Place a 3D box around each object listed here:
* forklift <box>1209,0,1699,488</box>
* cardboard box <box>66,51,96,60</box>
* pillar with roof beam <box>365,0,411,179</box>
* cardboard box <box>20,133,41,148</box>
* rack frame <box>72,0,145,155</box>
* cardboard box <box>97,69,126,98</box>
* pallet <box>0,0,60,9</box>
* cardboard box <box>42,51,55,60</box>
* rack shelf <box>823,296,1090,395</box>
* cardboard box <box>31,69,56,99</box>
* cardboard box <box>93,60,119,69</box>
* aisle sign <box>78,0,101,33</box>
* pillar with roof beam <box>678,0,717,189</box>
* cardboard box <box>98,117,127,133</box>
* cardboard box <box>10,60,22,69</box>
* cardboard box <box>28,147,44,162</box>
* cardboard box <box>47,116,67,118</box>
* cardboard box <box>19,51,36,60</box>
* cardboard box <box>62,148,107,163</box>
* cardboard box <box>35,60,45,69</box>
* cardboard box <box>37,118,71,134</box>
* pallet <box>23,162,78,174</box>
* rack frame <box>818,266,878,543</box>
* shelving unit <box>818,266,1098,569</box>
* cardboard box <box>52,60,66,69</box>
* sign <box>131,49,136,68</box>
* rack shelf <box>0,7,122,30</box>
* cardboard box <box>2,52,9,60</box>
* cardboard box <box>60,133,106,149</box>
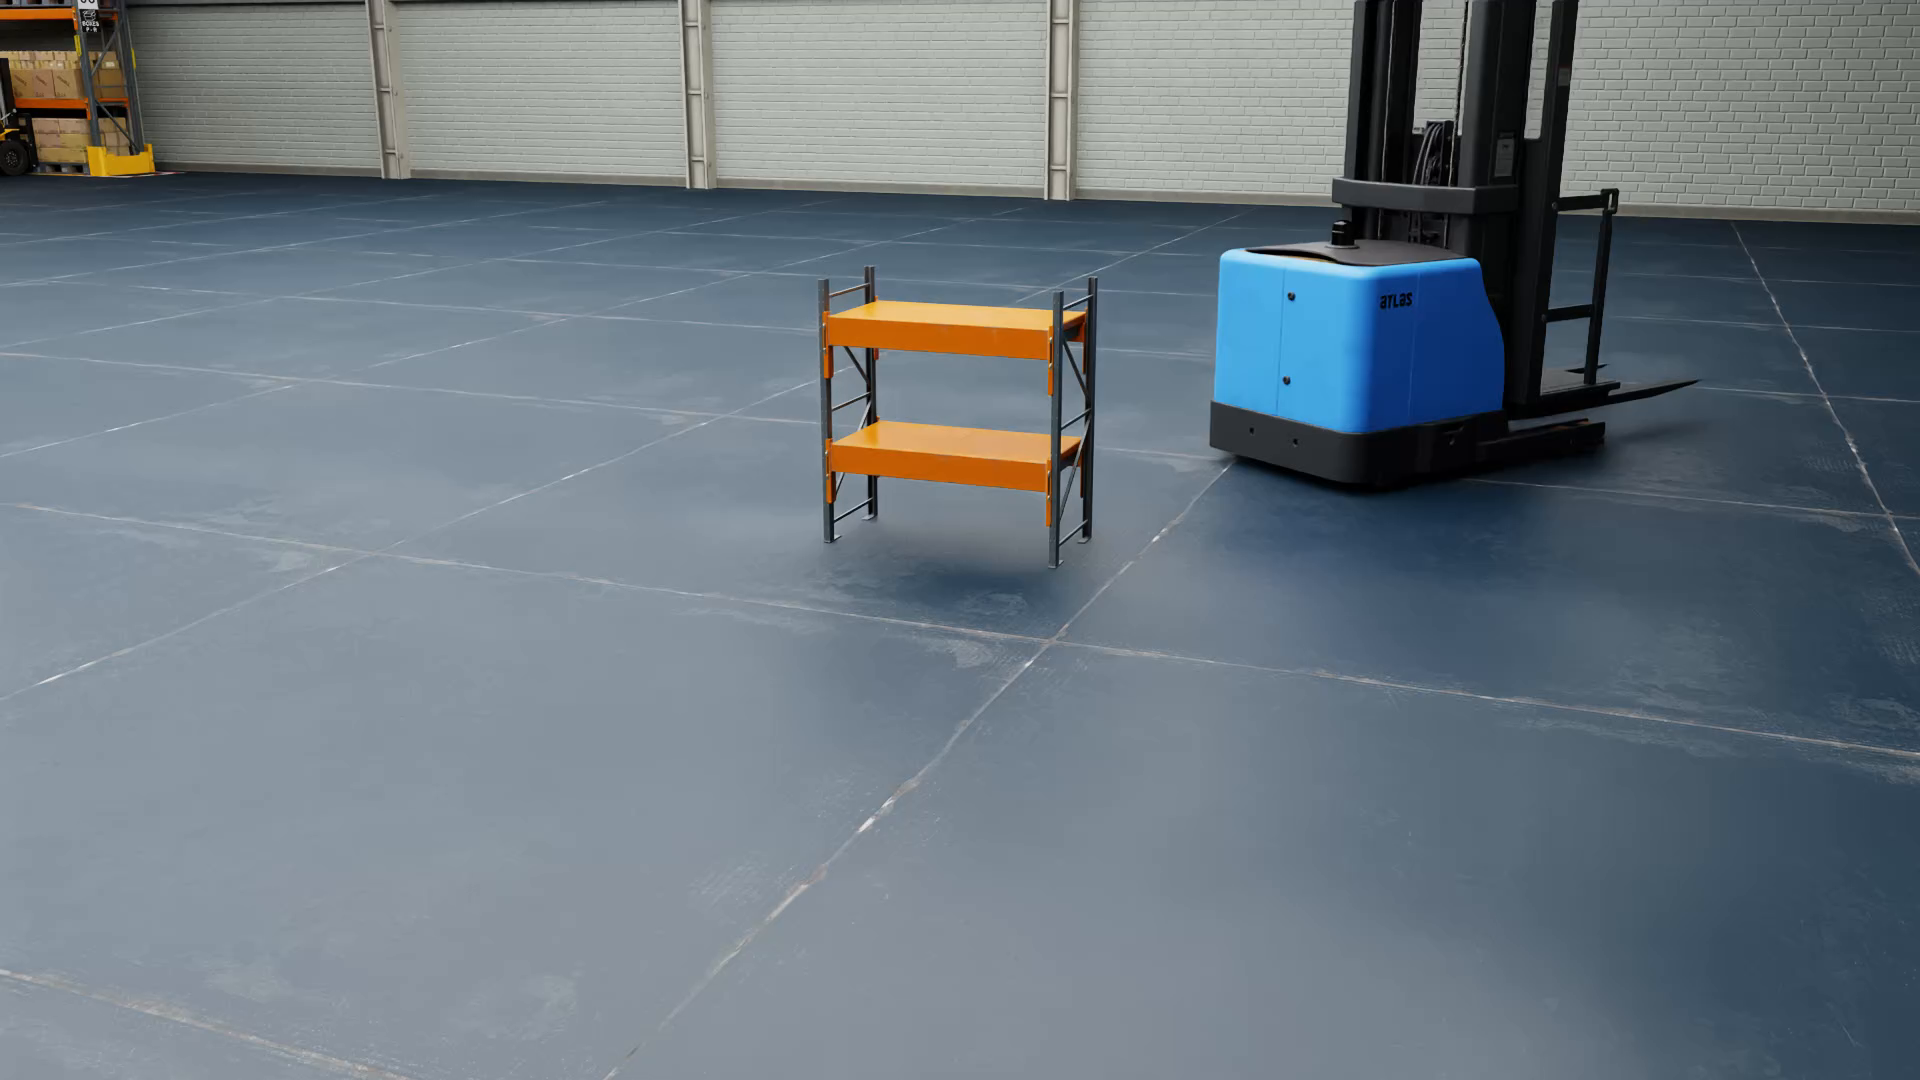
[{"bbox_3d":[2.795,-1.950,8.634,3.031,2.935,1.130,-11,19,-33],"label":"forklift"},{"bbox_3d":[-15.372,-8.465,29.076,0.250,0.149,0.380,6,17,21],"label":"cardboard box"},{"bbox_3d":[-11.277,-9.437,23.538,0.400,9.000,9.100,6,17,21],"label":"pillar with roof beam"},{"bbox_3d":[-16.480,-7.172,29.781,0.500,0.250,0.500,6,17,19],"label":"cardboard box"},{"bbox_3d":[-14.962,-7.981,29.284,0.127,3.000,1.000,6,17,21],"label":"rack frame"},{"bbox_3d":[-15.321,-8.152,29.693,0.500,0.500,0.500,7,18,22],"label":"cardboard box"},{"bbox_3d":[-16.749,-9.582,29.579,1.213,0.211,1.003,6,17,21],"label":"pallet"},{"bbox_3d":[-15.866,-8.502,29.204,0.250,0.149,0.380,7,17,22],"label":"cardboard box"},{"bbox_3d":[-0.006,-0.822,6.938,1.000,0.278,0.538,6,17,21],"label":"rack shelf"},{"bbox_3d":[-15.995,-8.067,29.400,0.500,0.500,0.500,7,18,22],"label":"cardboard box"},{"bbox_3d":[-15.182,-8.442,29.531,0.250,0.149,0.380,6,17,19],"label":"cardboard box"},{"bbox_3d":[-15.008,-9.146,28.636,0.004,0.787,0.394,6,17,21],"label":"aisle sign"},{"bbox_3d":[-5.695,-8.823,21.424,0.400,9.000,9.100,6,17,21],"label":"pillar with roof beam"},{"bbox_3d":[-15.339,-7.440,29.808,0.500,0.250,0.500,6,17,20],"label":"cardboard box"},{"bbox_3d":[-16.589,-8.428,29.482,0.250,0.149,0.380,6,17,21],"label":"cardboard box"},{"bbox_3d":[-16.436,-6.935,29.860,0.500,0.250,0.500,6,17,21],"label":"cardboard box"},{"bbox_3d":[-16.267,-7.545,30.167,0.500,0.250,0.500,6,17,20],"label":"cardboard box"},{"bbox_3d":[-16.354,-8.545,29.350,0.250,0.149,0.380,7,18,22],"label":"cardboard box"},{"bbox_3d":[-15.515,-6.828,29.492,0.500,0.250,0.500,6,17,21],"label":"cardboard box"},{"bbox_3d":[-16.081,-8.392,29.359,0.250,0.149,0.380,6,17,20],"label":"cardboard box"},{"bbox_3d":[-15.982,-7.359,29.528,0.500,0.250,0.500,7,17,22],"label":"cardboard box"},{"bbox_3d":[-16.819,-6.834,30.336,1.213,0.211,1.003,6,17,21],"label":"pallet"},{"bbox_3d":[-0.479,-0.593,7.198,0.032,1.125,0.500,6,17,21],"label":"rack frame"},{"bbox_3d":[-0.006,-0.541,7.019,1.048,1.125,0.538,6,17,21],"label":"shelving unit"},{"bbox_3d":[-15.636,-8.322,29.115,0.250,0.149,0.380,7,17,22],"label":"cardboard box"},{"bbox_3d":[-14.752,-8.578,29.646,0.005,0.325,0.100,6,17,21],"label":"sign"},{"bbox_3d":[-16.822,-9.280,29.671,4.000,0.370,1.077,6,17,21],"label":"rack shelf"},{"bbox_3d":[-16.801,-8.621,29.612,0.250,0.149,0.380,7,17,21],"label":"cardboard box"},{"bbox_3d":[-15.529,-7.071,29.432,0.500,0.250,0.500,6,17,20],"label":"cardboard box"}]
